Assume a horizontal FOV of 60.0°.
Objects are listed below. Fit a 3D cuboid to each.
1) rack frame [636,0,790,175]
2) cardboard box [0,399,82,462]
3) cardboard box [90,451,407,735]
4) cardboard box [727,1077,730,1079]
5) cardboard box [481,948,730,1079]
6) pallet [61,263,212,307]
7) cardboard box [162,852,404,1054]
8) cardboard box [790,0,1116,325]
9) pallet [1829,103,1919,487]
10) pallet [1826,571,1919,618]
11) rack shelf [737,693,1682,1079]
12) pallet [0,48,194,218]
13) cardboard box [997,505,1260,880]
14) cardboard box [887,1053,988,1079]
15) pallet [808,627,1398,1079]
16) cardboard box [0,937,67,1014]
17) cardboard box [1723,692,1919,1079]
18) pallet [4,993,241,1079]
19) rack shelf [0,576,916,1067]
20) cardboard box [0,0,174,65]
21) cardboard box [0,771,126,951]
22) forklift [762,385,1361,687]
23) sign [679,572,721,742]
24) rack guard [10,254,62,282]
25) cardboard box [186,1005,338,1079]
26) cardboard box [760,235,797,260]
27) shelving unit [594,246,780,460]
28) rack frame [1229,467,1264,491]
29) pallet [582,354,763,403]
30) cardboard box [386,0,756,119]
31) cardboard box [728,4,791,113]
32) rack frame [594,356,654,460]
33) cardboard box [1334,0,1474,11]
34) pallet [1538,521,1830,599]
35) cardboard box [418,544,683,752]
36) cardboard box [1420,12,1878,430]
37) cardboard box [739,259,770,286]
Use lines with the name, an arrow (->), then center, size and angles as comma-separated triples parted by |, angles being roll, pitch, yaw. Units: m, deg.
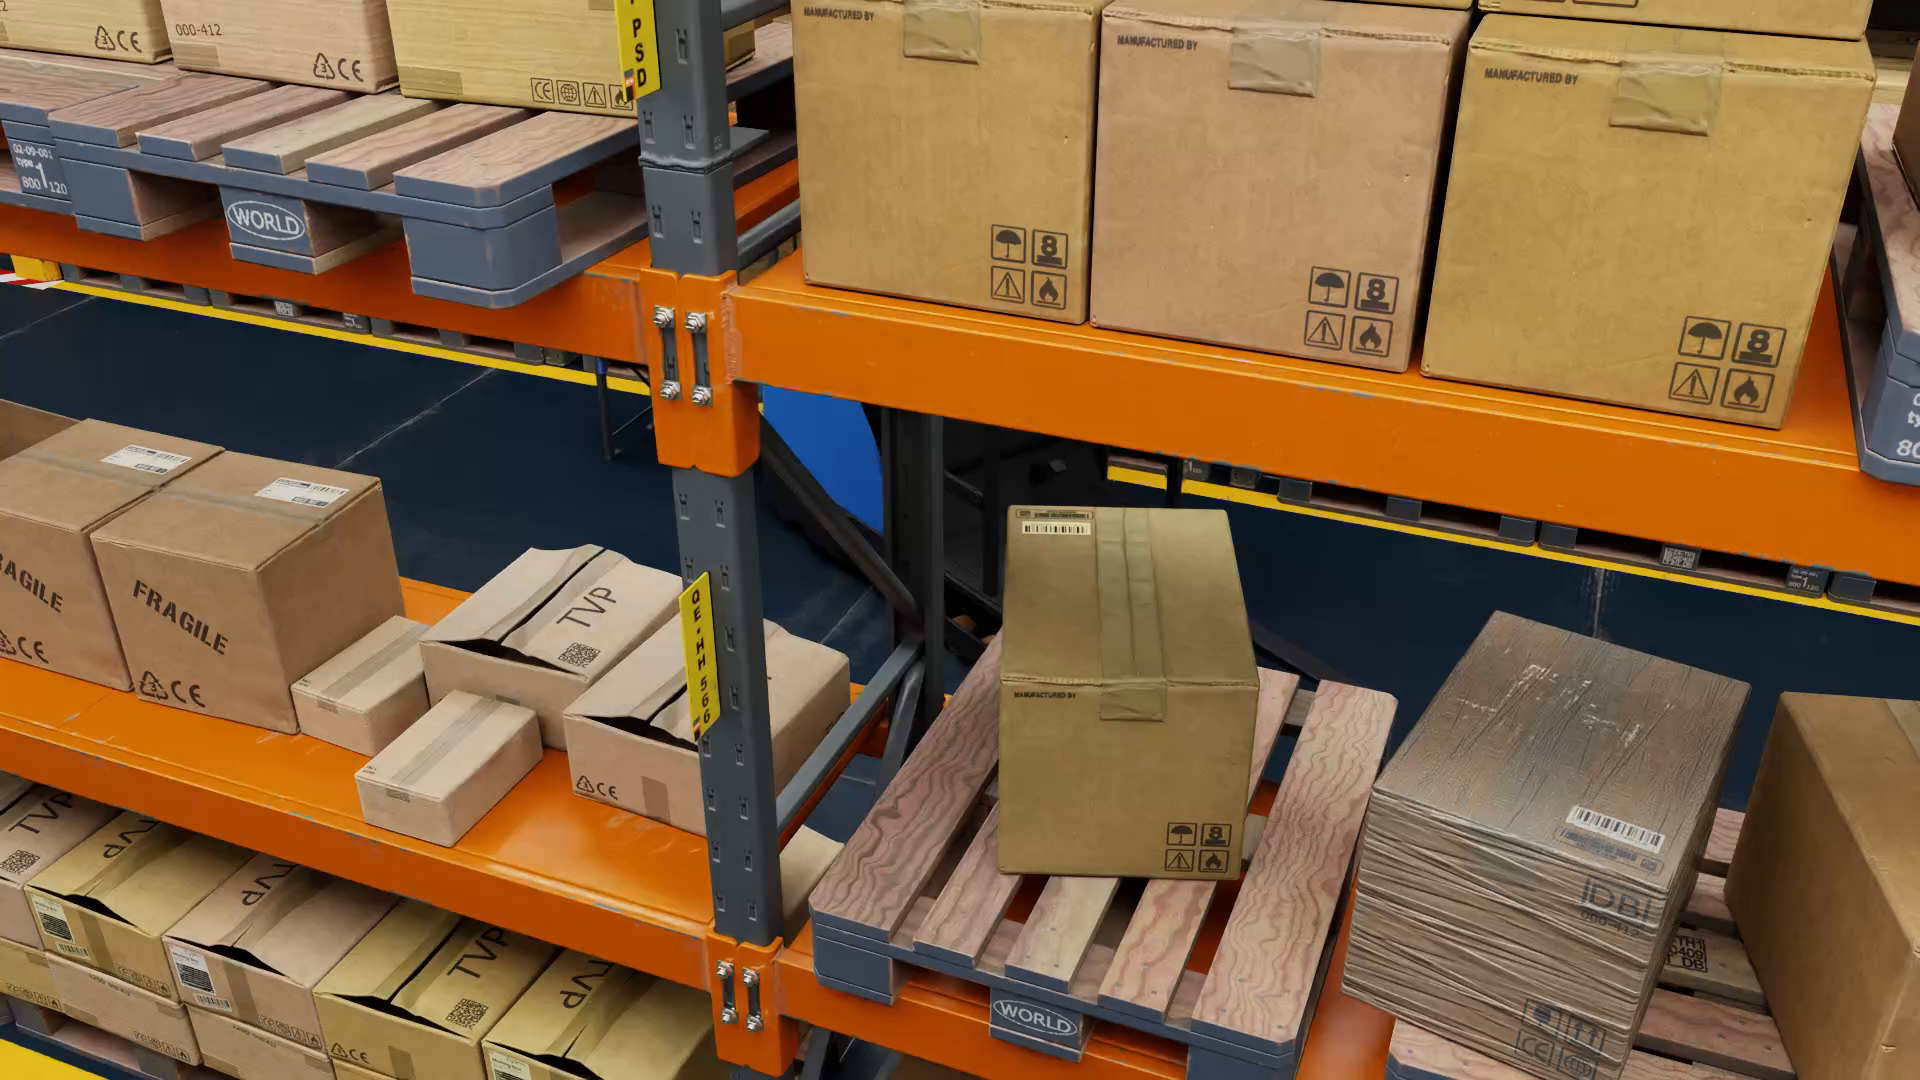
rack frame -> -0.283, -2.138, 2.388 | 0.127, 3.000, 1.000 | 11, 31, 19
cardboard box -> -2.796, -0.063, 4.712 | 0.500, 0.500, 0.500 | 14, 32, 23
cardboard box -> -1.844, 0.127, 4.376 | 0.500, 0.500, 0.500 | 10, 31, 16
cardboard box -> -0.862, 1.501, 4.413 | 0.500, 0.250, 0.500 | 12, 32, 20
cardboard box -> -0.861, 1.259, 4.272 | 0.500, 0.311, 0.500 | 12, 32, 20
pallet -> -5.027, -1.872, 10.847 | 1.213, 0.211, 1.003 | 11, 31, 19
cardboard box -> -1.812, 1.071, 4.605 | 0.500, 0.311, 0.500 | 11, 31, 19
cardboard box -> 0.134, -0.811, 2.986 | 0.500, 0.500, 0.910 | 11, 31, 19
pallet -> 1.883, -0.354, 2.470 | 1.003, 0.211, 1.213 | 11, 31, 19
pallet -> 4.539, 0.059, 7.430 | 1.213, 0.211, 1.003 | 11, 31, 19
rack shelf -> 1.570, 1.156, 3.387 | 4.000, 0.370, 1.077 | 11, 31, 19
pallet -> -1.983, -1.041, 3.686 | 1.213, 0.211, 1.003 | 13, 32, 21
cardboard box -> 0.343, 0.312, 3.621 | 0.500, 0.500, 0.700 | 1, 30, 2
cardboard box -> 0.031, 1.584, 3.992 | 0.500, 0.500, 0.500 | 13, 32, 21
pallet -> 0.372, 0.650, 3.746 | 1.003, 0.211, 1.213 | 11, 31, 19
cardboard box -> -2.755, 1.125, 5.079 | 0.500, 0.250, 0.500 | 10, 31, 18
cardboard box -> 1.763, 0.688, 2.956 | 0.500, 0.500, 0.700 | 4, 30, 6
pallet -> -2.158, 1.291, 5.252 | 1.213, 0.211, 1.003 | 11, 31, 19
rack shelf -> -2.136, 0.416, 4.696 | 4.000, 0.370, 1.077 | 11, 31, 19
cardboard box -> -1.743, -1.208, 3.516 | 0.500, 0.250, 0.500 | 11, 31, 18
cardboard box -> -2.758, 0.883, 4.936 | 0.500, 0.311, 0.500 | 10, 31, 17
forklift -> 0.356, -0.996, 6.534 | 1.130, 2.935, 3.031 | -20, 35, -32
sign -> -0.489, 0.223, 3.131 | 0.005, 0.325, 0.100 | 11, 31, 19
rack guard -> -5.767, -2.164, 11.070 | 0.348, 0.500, 1.175 | 11, 31, 19
cardboard box -> -1.806, 1.313, 4.746 | 0.500, 0.250, 0.500 | 12, 32, 20
cardboard box -> -1.033, -1.747, 9.124 | 0.500, 0.250, 0.500 | 11, 31, 18
shelving unit -> -1.229, -1.083, 8.142 | 1.048, 1.500, 0.538 | 11, 31, 19
rack frame -> 1.576, -1.786, 7.862 | 0.127, 3.000, 1.000 | 11, 31, 19
pallet -> -1.409, -1.169, 9.603 | 1.213, 0.211, 1.003 | 11, 31, 19
cardboard box -> -0.725, -1.008, 3.163 | 0.500, 0.250, 0.500 | 9, 31, 15
cardboard box -> -1.157, -2.545, 8.655 | 0.500, 0.500, 0.700 | 15, 33, 24
rack frame -> -1.699, -1.178, 8.309 | 0.032, 1.500, 0.500 | 11, 31, 19
cardboard box -> 0.591, -1.134, 2.541 | 0.500, 0.500, 0.500 | 11, 31, 19
pallet -> 3.405, -0.166, 7.828 | 1.213, 0.211, 1.003 | 11, 31, 19
cardboard box -> -1.039, 0.258, 4.335 | 0.500, 0.311, 0.500 | 11, 31, 19
cardboard box -> 1.088, -0.620, 2.649 | 0.500, 0.500, 0.910 | 11, 31, 19
cardboard box -> -0.945, -1.428, 9.322 | 0.500, 0.500, 0.700 | 11, 31, 18
